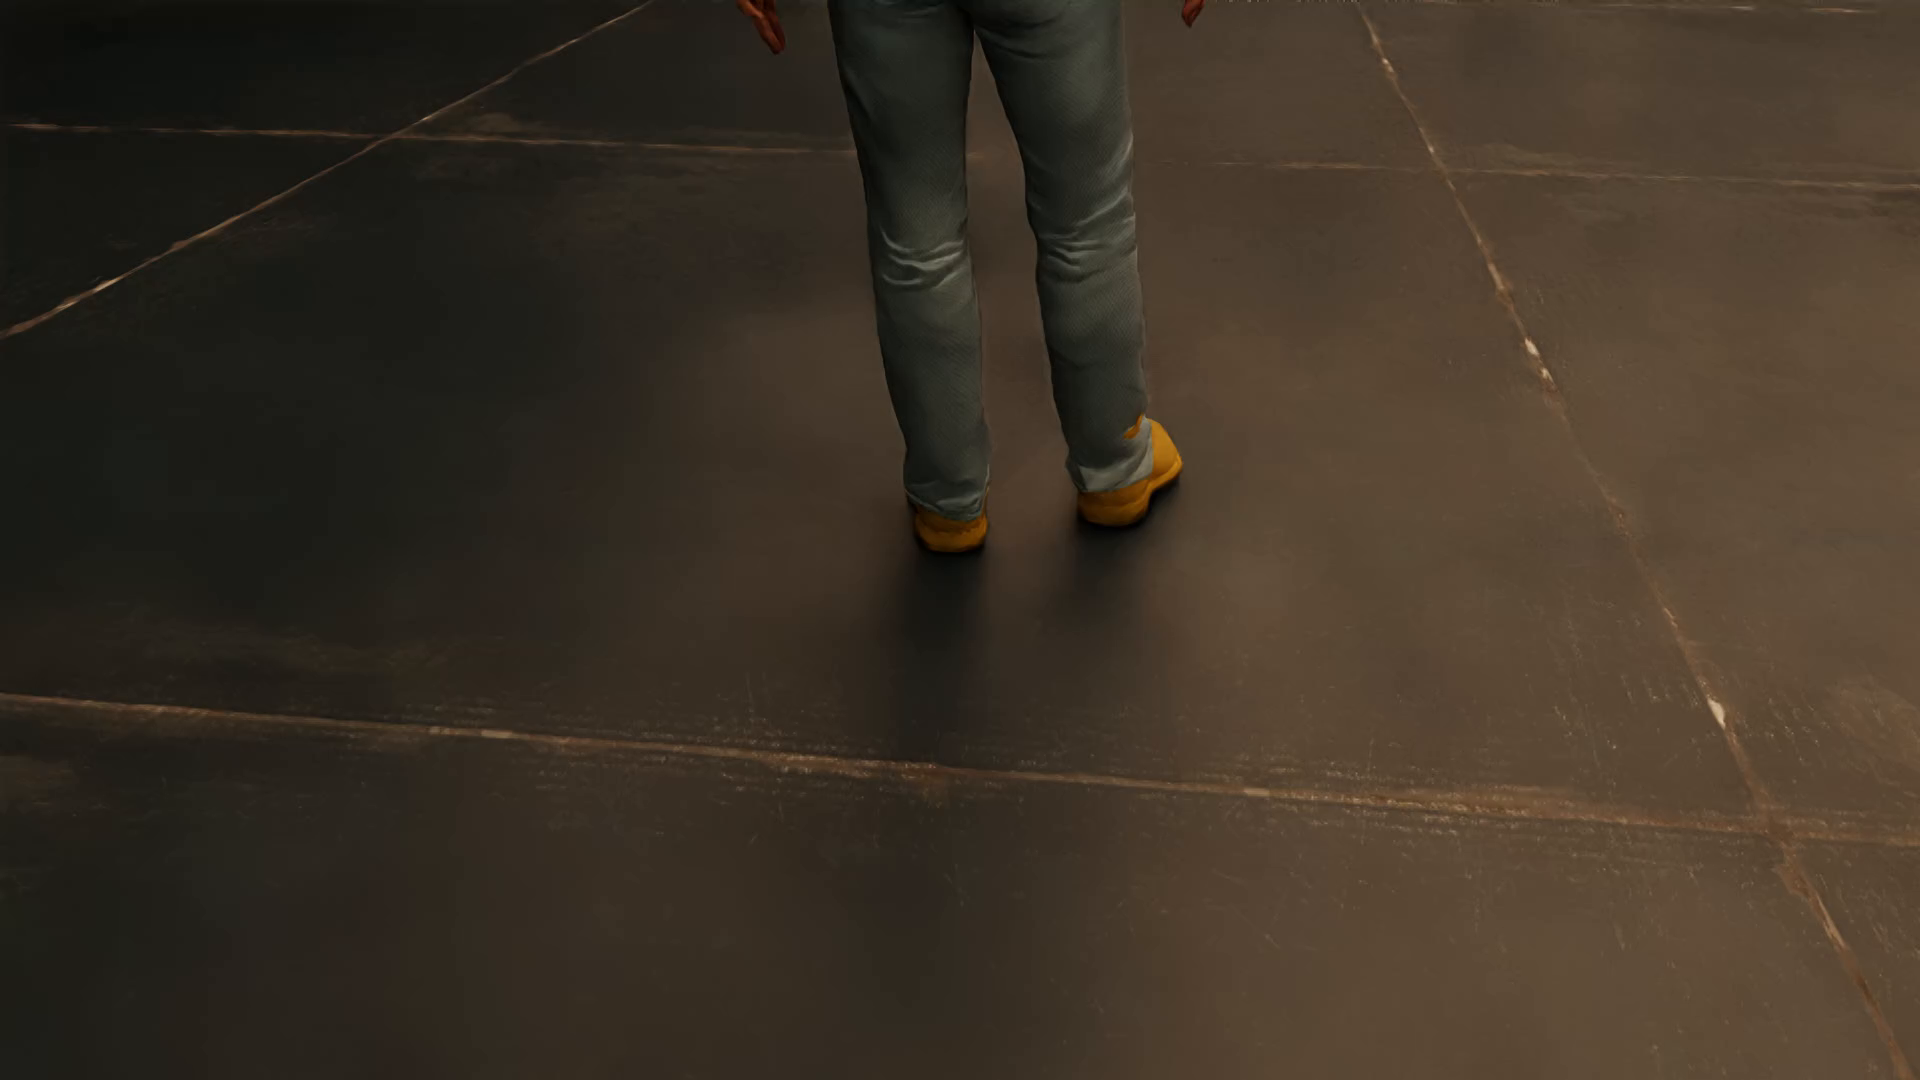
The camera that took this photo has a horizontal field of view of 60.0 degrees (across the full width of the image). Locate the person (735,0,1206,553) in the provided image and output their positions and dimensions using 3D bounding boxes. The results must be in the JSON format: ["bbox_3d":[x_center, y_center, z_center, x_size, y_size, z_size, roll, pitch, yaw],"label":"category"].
[{"bbox_3d":[0.015,-0.827,2.164,0.665,1.766,0.576,3,27,7],"label":"person"}]
